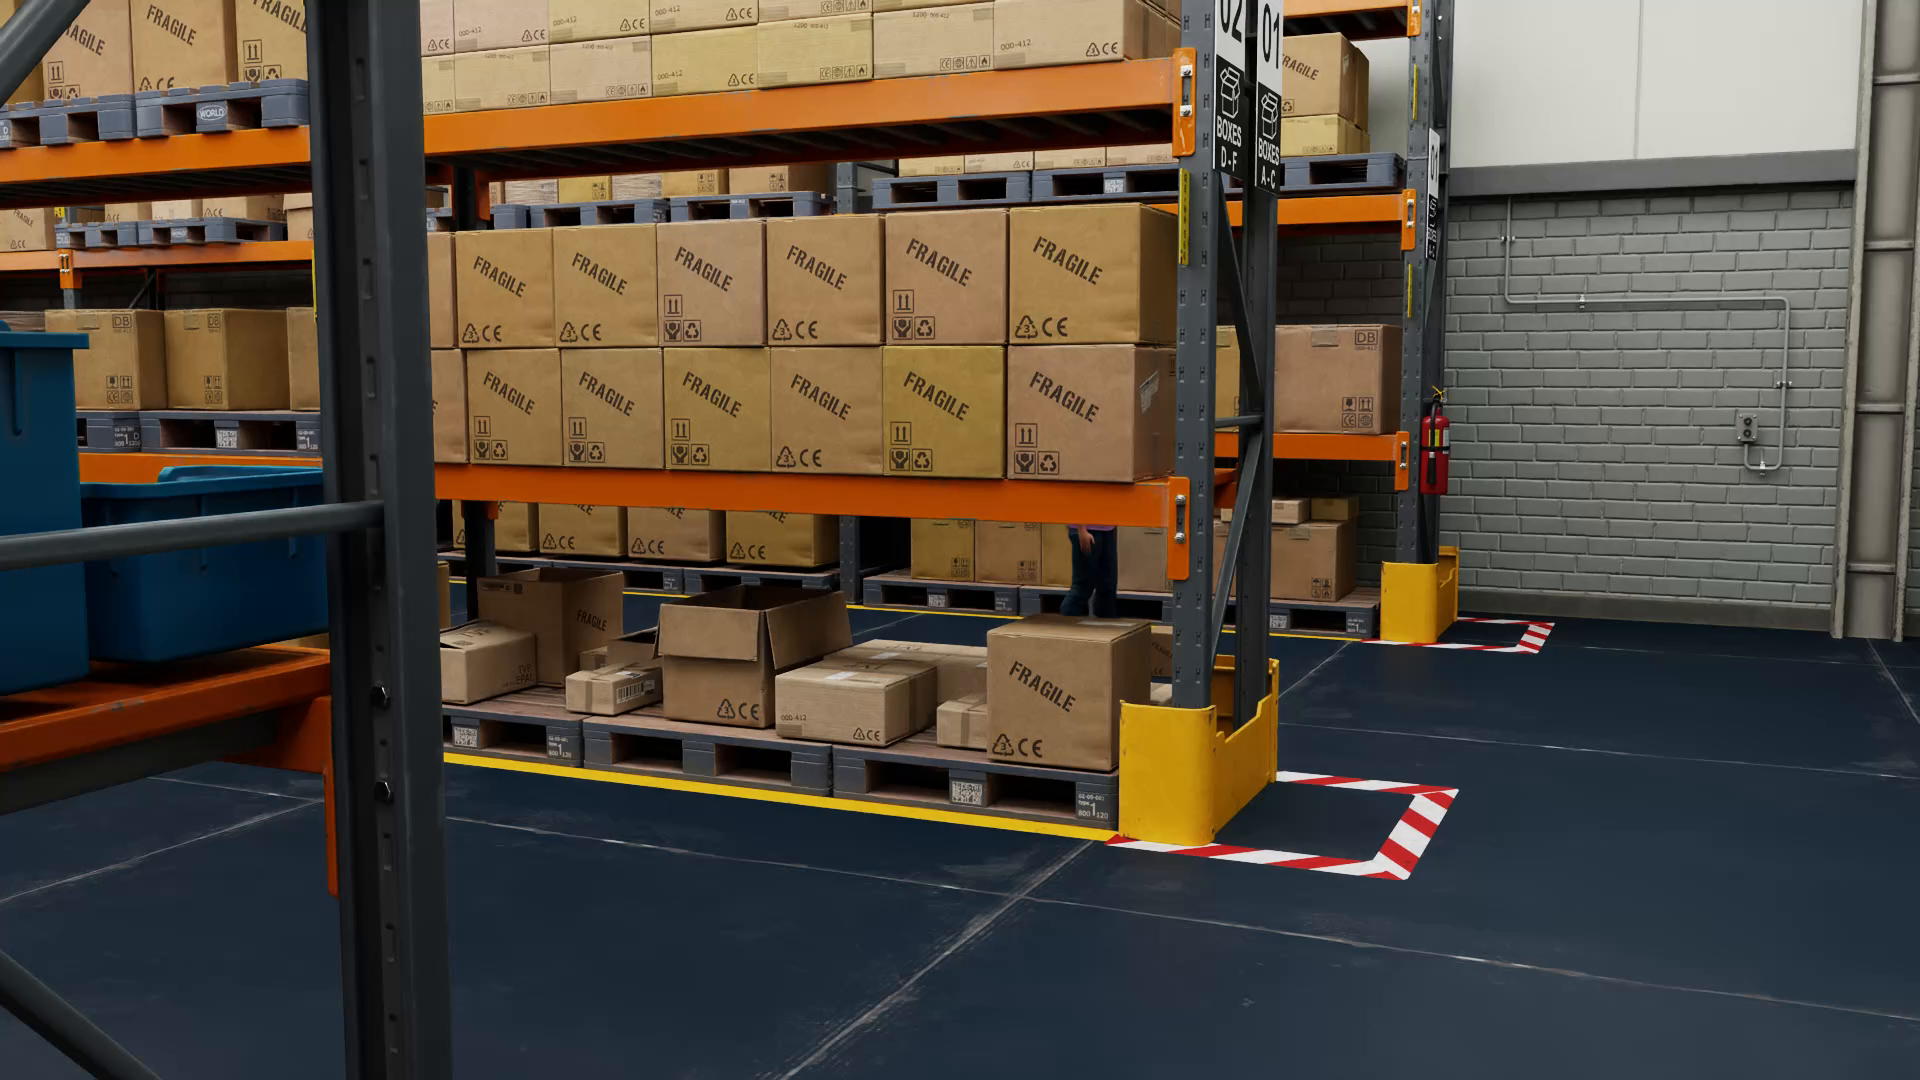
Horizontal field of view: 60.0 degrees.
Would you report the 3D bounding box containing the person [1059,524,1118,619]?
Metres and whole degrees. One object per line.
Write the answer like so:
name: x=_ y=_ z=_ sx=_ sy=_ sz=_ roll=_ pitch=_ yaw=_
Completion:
person: x=0.807 y=-0.056 z=9.511 sx=0.528 sy=1.601 sz=0.433 roll=2 pitch=6 yaw=17
